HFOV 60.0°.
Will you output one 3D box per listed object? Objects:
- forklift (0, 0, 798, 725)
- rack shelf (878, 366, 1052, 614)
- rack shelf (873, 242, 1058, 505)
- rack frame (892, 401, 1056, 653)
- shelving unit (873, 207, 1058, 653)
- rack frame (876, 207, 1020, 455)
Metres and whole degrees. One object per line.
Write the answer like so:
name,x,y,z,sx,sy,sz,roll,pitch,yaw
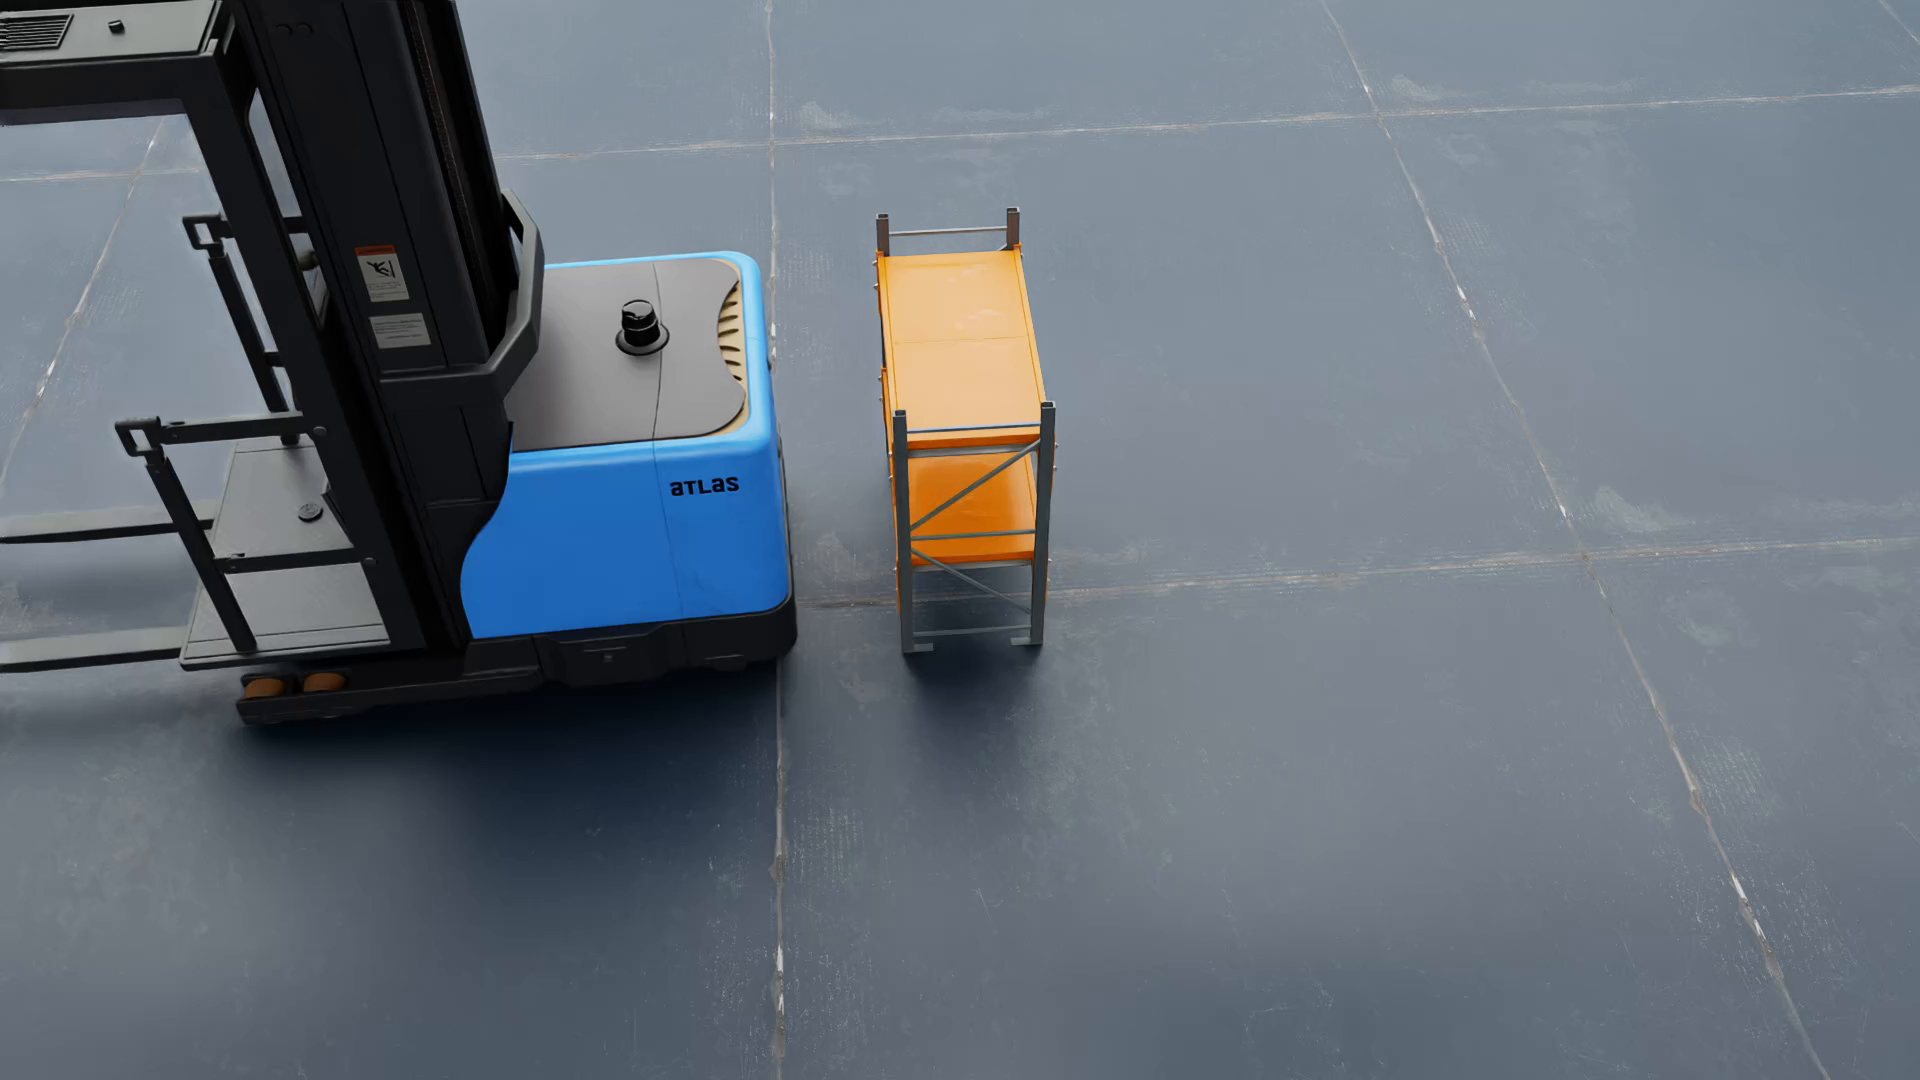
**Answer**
forklift,-2.127,-0.792,4.982,3.031,2.935,1.130,-5,47,-5
rack shelf,0.001,-0.214,6.014,0.538,0.278,1.000,-3,47,-3
rack shelf,0.001,-0.583,5.624,0.538,0.278,1.000,-3,47,-3
rack frame,0.043,-0.014,5.489,0.500,1.125,0.032,-3,47,-3
shelving unit,0.001,-0.382,5.837,0.538,1.125,1.048,-3,47,-3
rack frame,-0.042,-0.750,6.185,0.500,1.125,0.032,-3,47,-3
